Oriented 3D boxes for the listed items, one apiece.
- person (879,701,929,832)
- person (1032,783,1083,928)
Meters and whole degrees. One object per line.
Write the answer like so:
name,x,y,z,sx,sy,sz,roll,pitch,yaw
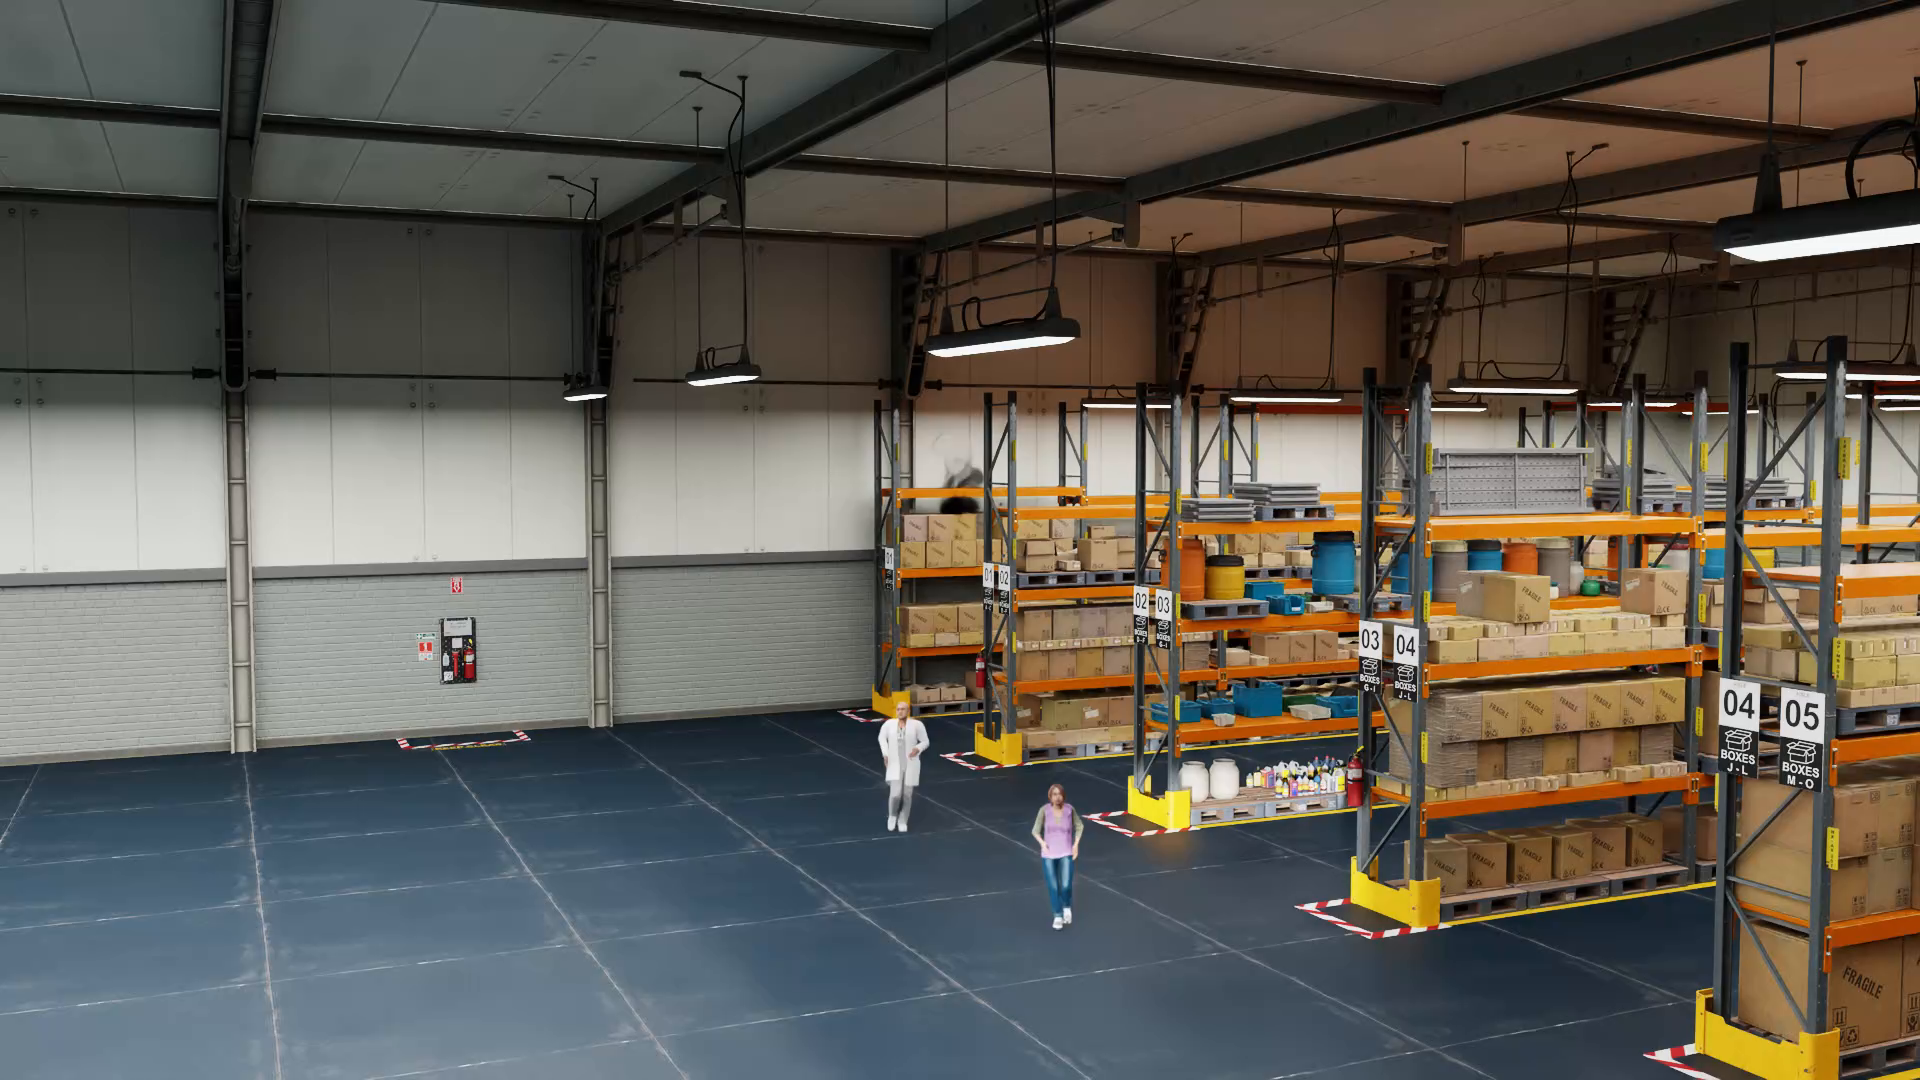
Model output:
person,-0.749,3.006,21.962,0.685,1.748,0.671,0,3,1
person,1.027,3.352,17.582,0.539,1.562,0.533,0,3,6
